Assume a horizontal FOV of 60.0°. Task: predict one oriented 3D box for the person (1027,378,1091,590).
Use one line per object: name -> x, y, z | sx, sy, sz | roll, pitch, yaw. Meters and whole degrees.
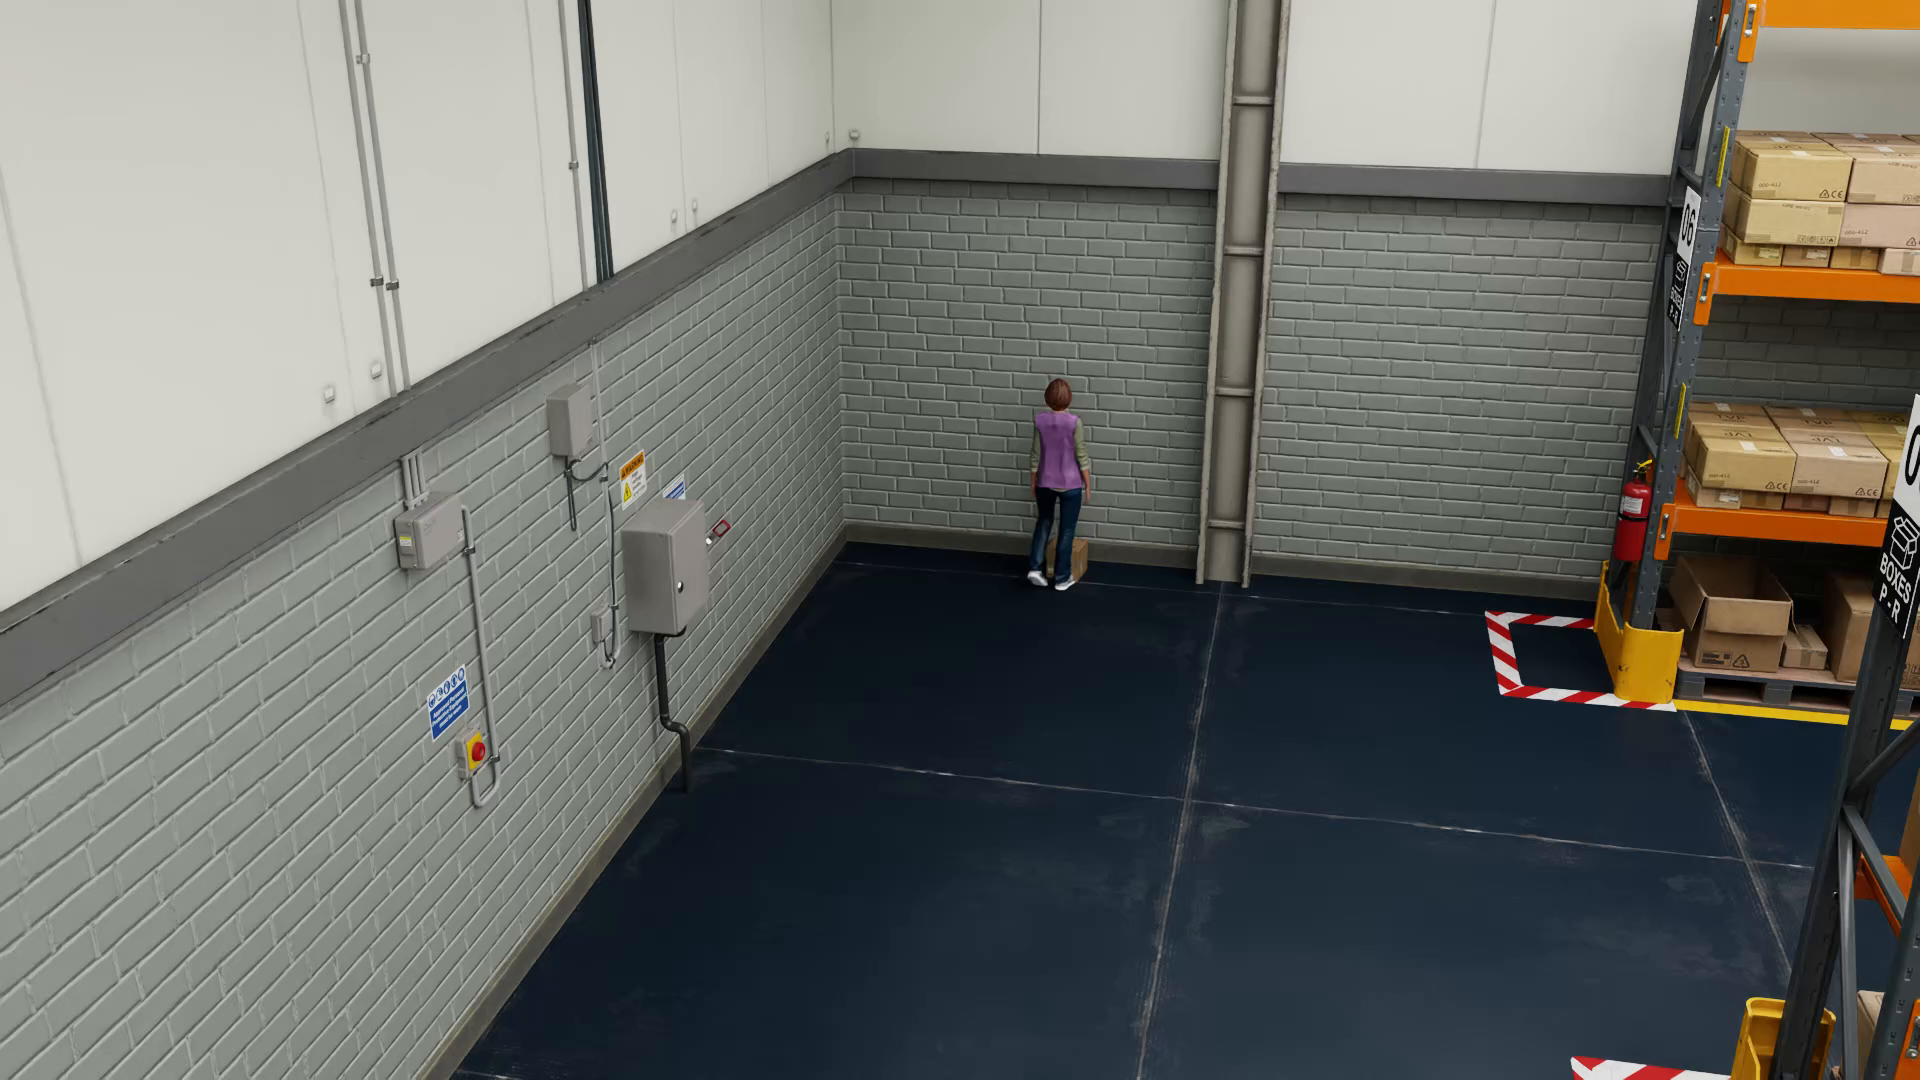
person -> 0.731, -0.386, 12.072 | 0.448, 1.623, 0.336 | 8, 23, 19
